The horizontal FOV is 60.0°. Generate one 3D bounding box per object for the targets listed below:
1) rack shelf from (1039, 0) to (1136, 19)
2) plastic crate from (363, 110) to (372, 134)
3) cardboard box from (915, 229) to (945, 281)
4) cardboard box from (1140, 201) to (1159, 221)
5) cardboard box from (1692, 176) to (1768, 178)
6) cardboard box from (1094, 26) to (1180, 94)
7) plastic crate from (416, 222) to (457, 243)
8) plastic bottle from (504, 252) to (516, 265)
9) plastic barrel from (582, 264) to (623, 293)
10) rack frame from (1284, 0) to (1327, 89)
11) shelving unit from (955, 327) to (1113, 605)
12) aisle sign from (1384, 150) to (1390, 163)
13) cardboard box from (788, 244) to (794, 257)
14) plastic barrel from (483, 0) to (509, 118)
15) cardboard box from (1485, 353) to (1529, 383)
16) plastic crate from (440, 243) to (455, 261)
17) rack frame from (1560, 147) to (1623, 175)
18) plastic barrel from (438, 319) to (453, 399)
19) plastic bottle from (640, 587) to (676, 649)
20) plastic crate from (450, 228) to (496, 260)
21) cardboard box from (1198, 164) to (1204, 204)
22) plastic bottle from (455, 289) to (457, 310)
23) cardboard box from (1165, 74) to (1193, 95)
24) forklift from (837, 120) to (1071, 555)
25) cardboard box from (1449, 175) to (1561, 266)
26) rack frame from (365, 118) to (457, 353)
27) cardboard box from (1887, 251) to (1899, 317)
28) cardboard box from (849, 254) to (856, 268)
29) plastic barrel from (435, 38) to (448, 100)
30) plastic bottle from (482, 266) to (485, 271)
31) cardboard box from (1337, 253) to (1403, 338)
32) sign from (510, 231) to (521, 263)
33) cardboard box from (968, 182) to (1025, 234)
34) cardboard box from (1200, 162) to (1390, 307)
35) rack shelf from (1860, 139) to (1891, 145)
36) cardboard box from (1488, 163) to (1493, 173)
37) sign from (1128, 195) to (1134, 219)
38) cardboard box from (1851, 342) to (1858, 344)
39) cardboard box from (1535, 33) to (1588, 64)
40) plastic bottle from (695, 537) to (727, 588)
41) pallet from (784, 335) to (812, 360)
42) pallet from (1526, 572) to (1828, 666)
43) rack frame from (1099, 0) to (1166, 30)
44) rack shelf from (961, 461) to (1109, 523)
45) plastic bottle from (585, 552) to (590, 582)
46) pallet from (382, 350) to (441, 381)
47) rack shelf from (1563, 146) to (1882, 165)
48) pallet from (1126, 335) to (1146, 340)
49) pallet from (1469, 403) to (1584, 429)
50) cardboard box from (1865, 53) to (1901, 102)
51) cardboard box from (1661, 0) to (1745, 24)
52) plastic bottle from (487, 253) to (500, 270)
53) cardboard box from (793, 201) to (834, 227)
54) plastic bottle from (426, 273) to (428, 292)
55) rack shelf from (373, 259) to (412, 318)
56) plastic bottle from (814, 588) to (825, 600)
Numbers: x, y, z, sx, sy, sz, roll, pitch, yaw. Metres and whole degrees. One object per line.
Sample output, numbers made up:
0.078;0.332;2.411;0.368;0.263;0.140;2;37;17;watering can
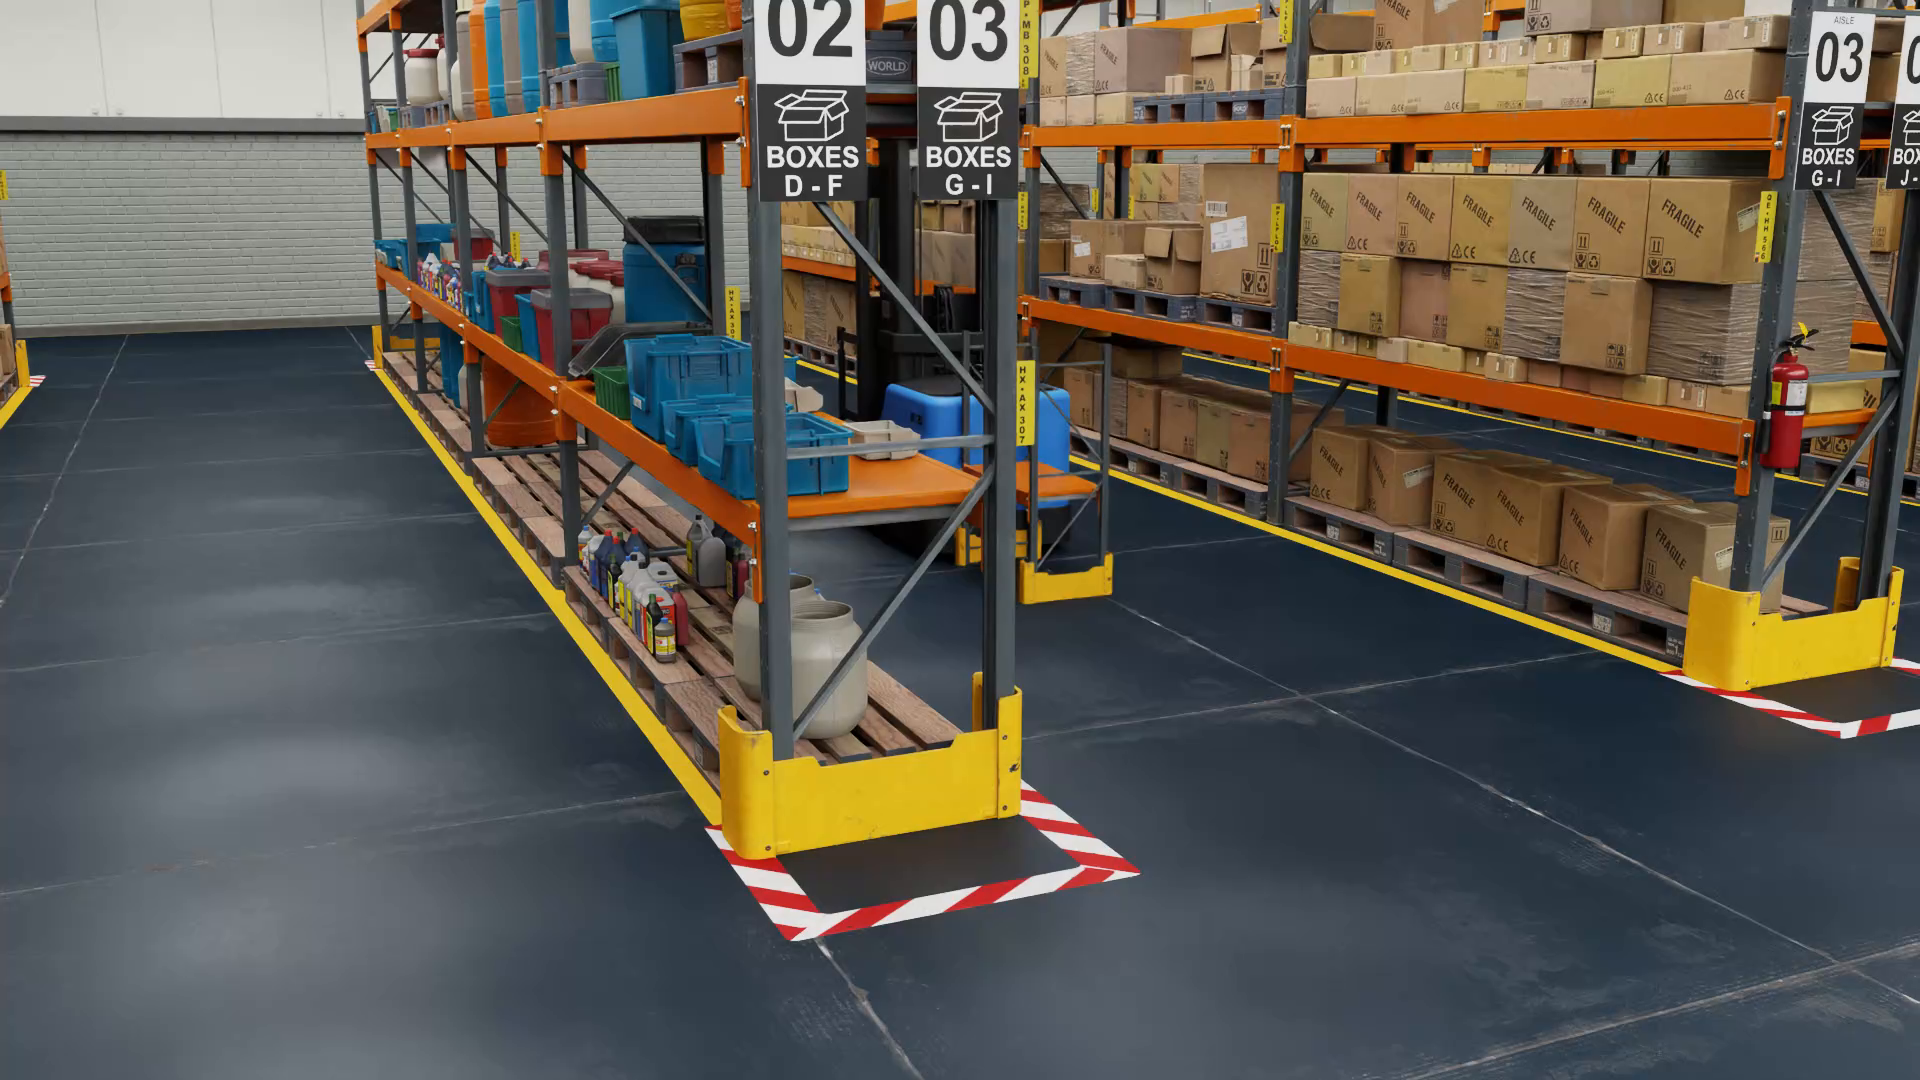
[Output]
1.869;-4.403;12.920;1.077;0.370;4.000;-6;14;-23;rack shelf
-6.776;-4.937;19.688;0.497;0.269;0.590;-6;14;-23;plastic crate
-0.177;-2.989;17.411;0.500;0.500;0.500;-6;14;-24;cardboard box
2.797;-4.384;22.779;0.500;0.500;0.500;-5;14;-22;cardboard box
4.108;-1.709;9.003;0.500;0.500;0.500;-6;14;-23;cardboard box
1.428;-3.864;13.429;0.500;0.500;0.500;-6;14;-25;cardboard box
-6.370;-3.639;20.227;0.616;0.435;0.499;-6;14;-23;plastic crate
-4.331;-2.595;16.041;0.144;0.351;0.185;-6;14;-23;plastic bottle
-2.345;-1.600;11.331;0.433;0.535;0.433;0;13;0;plastic barrel
2.670;-4.535;11.008;1.000;3.000;0.127;-6;14;-23;rack frame
0.440;-0.489;10.156;0.587;1.500;1.083;-5;14;-22;shelving unit
6.649;-6.242;25.922;0.394;0.787;0.004;-6;14;-23;aisle sign
-1.985;-3.707;21.290;0.380;0.149;0.250;-6;14;-24;cardboard box
-2.795;-3.226;10.894;0.600;0.901;0.708;-6;14;-23;plastic barrel
3.272;-1.004;9.614;0.380;0.149;0.250;-6;14;-23;cardboard box
-5.516;-3.122;18.335;0.437;0.282;0.530;-6;14;-23;plastic crate
8.545;-4.160;22.693;1.000;3.000;0.127;-6;14;-23;rack frame
-4.871;-1.886;16.590;0.600;0.901;0.708;-6;14;-23;plastic barrel
-1.479;0.380;8.143;0.152;0.276;0.135;-6;14;-23;plastic bottle
-5.201;-3.085;17.774;0.402;0.464;0.583;-6;14;-23;plastic crate
3.402;-4.552;21.287;0.500;0.500;0.500;-6;14;-25;cardboard box
-4.185;-2.033;13.942;0.097;0.201;0.097;0;13;0;plastic bottle
1.827;-3.543;12.960;0.380;0.166;0.250;-6;14;-25;cardboard box
-0.295;-1.620;11.868;1.130;2.935;3.031;-5;14;-22;forklift
3.229;-1.869;9.692;0.500;0.500;0.500;-6;14;-23;cardboard box
-6.675;-3.644;20.464;1.000;3.000;0.127;-6;14;-23;rack frame
7.655;-1.926;12.706;0.875;0.550;0.550;-6;14;-23;cardboard box
-1.061;-3.230;19.229;0.380;0.149;0.250;-5;14;-22;cardboard box
-4.319;-4.076;14.445;0.433;0.535;0.433;0;13;0;plastic barrel
-4.726;-2.654;16.624;0.097;0.201;0.097;0;13;0;plastic bottle
2.961;-1.601;10.754;0.875;0.500;0.500;-6;14;-23;cardboard box
-4.568;-3.002;17.075;0.100;0.325;0.005;-6;14;-23;sign
0.531;-3.264;16.373;0.797;0.503;0.637;-5;14;-22;cardboard box
2.480;-2.286;12.334;1.000;1.000;1.000;-6;14;-23;cardboard box
8.056;-2.737;11.488;1.077;0.370;4.000;-6;14;-23;rack shelf
7.676;-5.317;23.813;0.380;0.149;0.250;-6;14;-24;cardboard box
1.561;-3.015;15.354;0.100;0.325;0.005;-6;14;-23;sign
10.365;-2.141;18.863;0.950;0.372;0.625;-7;15;-27;cardboard box
3.360;-2.667;9.038;0.380;0.149;0.250;-6;15;-26;cardboard box
-1.395;0.113;9.295;0.152;0.276;0.135;-6;14;-23;plastic bottle
-1.745;-2.575;22.028;1.003;0.211;1.213;-6;14;-23;pallet
3.949;0.386;9.235;1.003;0.211;1.213;-6;14;-23;pallet
2.448;-7.442;23.566;1.000;3.000;0.127;-6;14;-23;rack frame
0.443;-0.312;10.188;0.538;0.185;1.000;-5;14;-22;rack shelf
-2.061;0.131;9.381;0.097;0.201;0.097;0;13;0;plastic bottle
-6.381;-2.112;20.027;1.003;0.211;1.213;-6;14;-23;pallet
9.347;-4.858;20.651;1.077;0.370;4.000;-6;14;-23;rack shelf
2.771;-2.974;23.750;1.003;0.211;1.213;-6;14;-23;pallet
5.899;-1.338;16.682;1.003;0.211;1.213;-6;14;-23;pallet
4.316;-2.297;8.324;0.500;0.250;0.500;-5;14;-21;cardboard box
3.925;-3.016;9.105;0.500;0.500;0.500;-6;14;-23;cardboard box
-4.463;-2.582;15.985;0.144;0.351;0.185;-6;14;-23;plastic bottle
-1.779;-4.196;20.855;0.500;0.500;0.500;-6;14;-24;cardboard box
-5.030;-2.469;15.826;0.097;0.201;0.097;0;13;0;plastic bottle
-5.874;-2.881;18.760;1.077;0.370;4.000;-6;14;-23;rack shelf
-0.707;0.373;8.179;0.097;0.271;0.097;0;13;0;plastic bottle
